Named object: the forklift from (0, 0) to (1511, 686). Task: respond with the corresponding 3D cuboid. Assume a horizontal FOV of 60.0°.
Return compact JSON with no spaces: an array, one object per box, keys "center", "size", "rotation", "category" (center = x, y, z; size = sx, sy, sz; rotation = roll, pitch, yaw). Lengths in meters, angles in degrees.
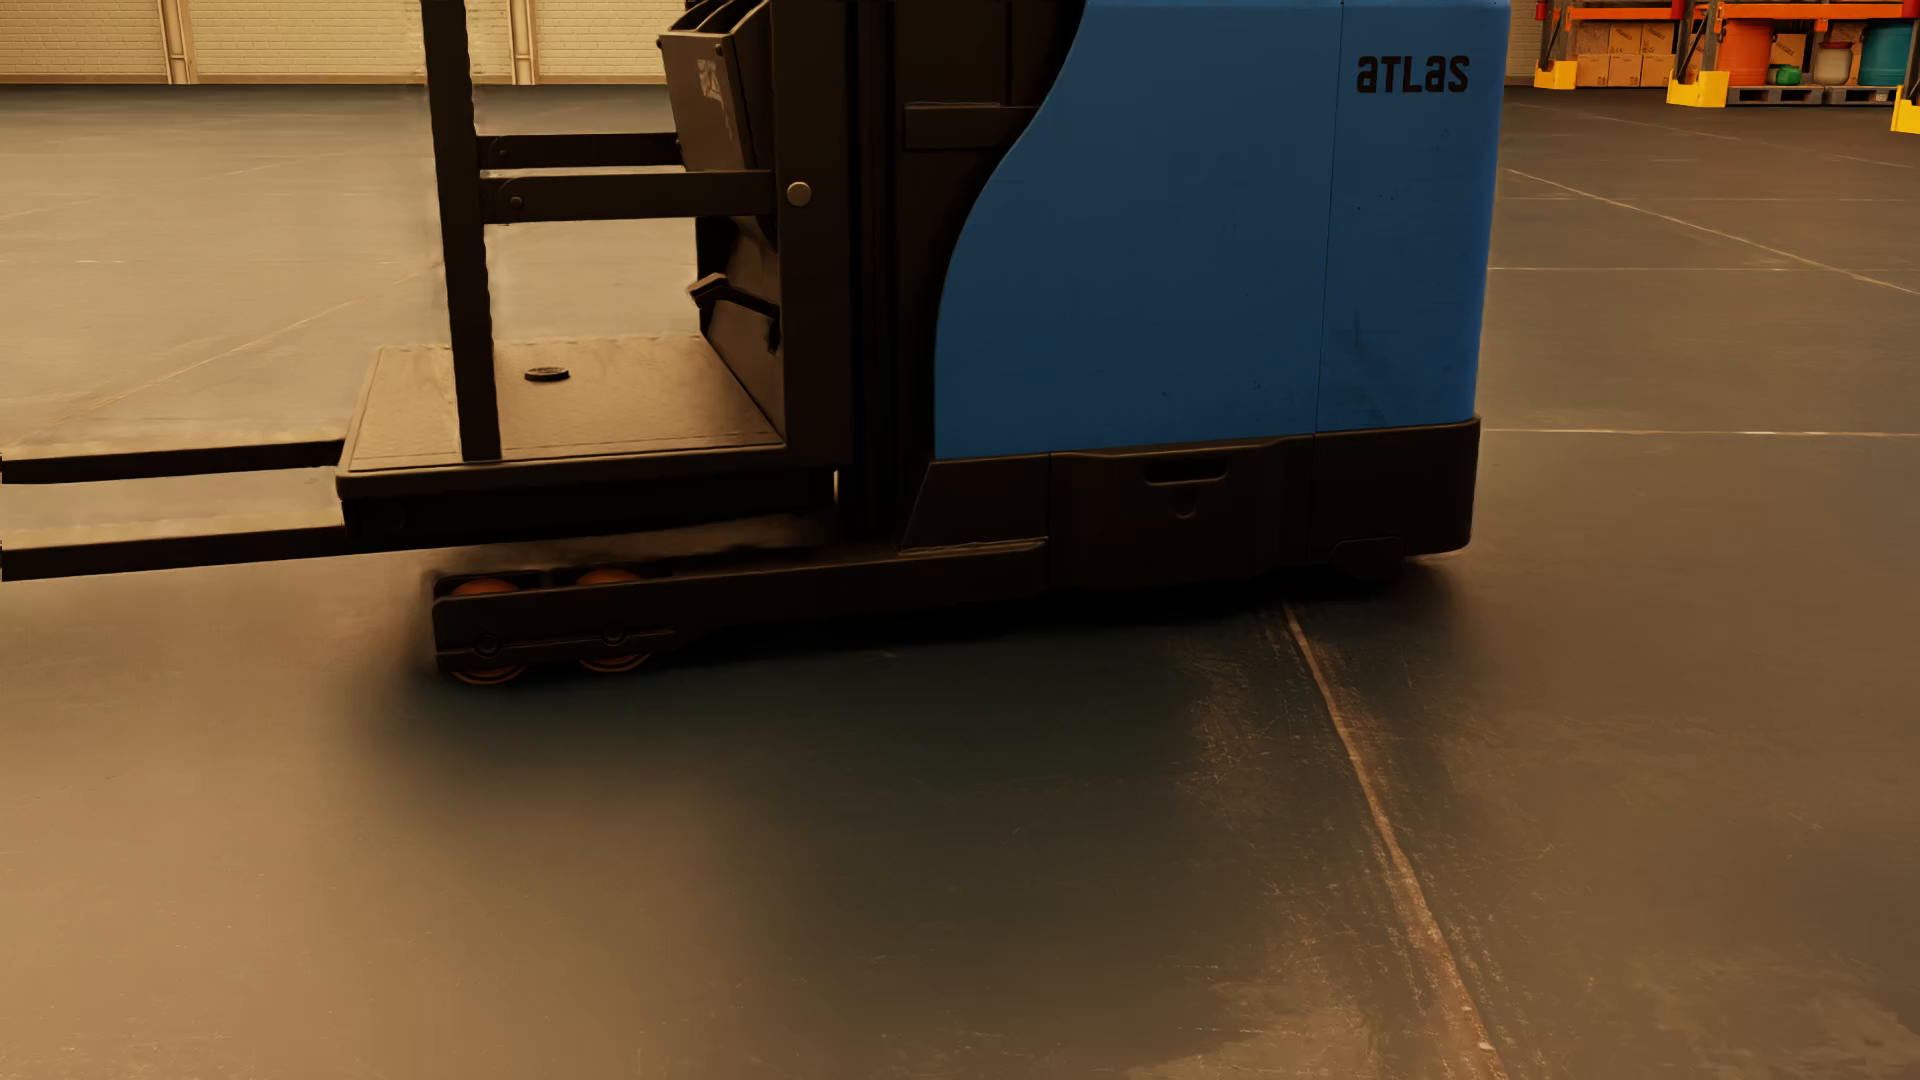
[{"center":[-0.615,-1.344,2.756],"size":[3.031,2.935,1.130],"rotation":[-5,18,-15],"category":"forklift"}]
